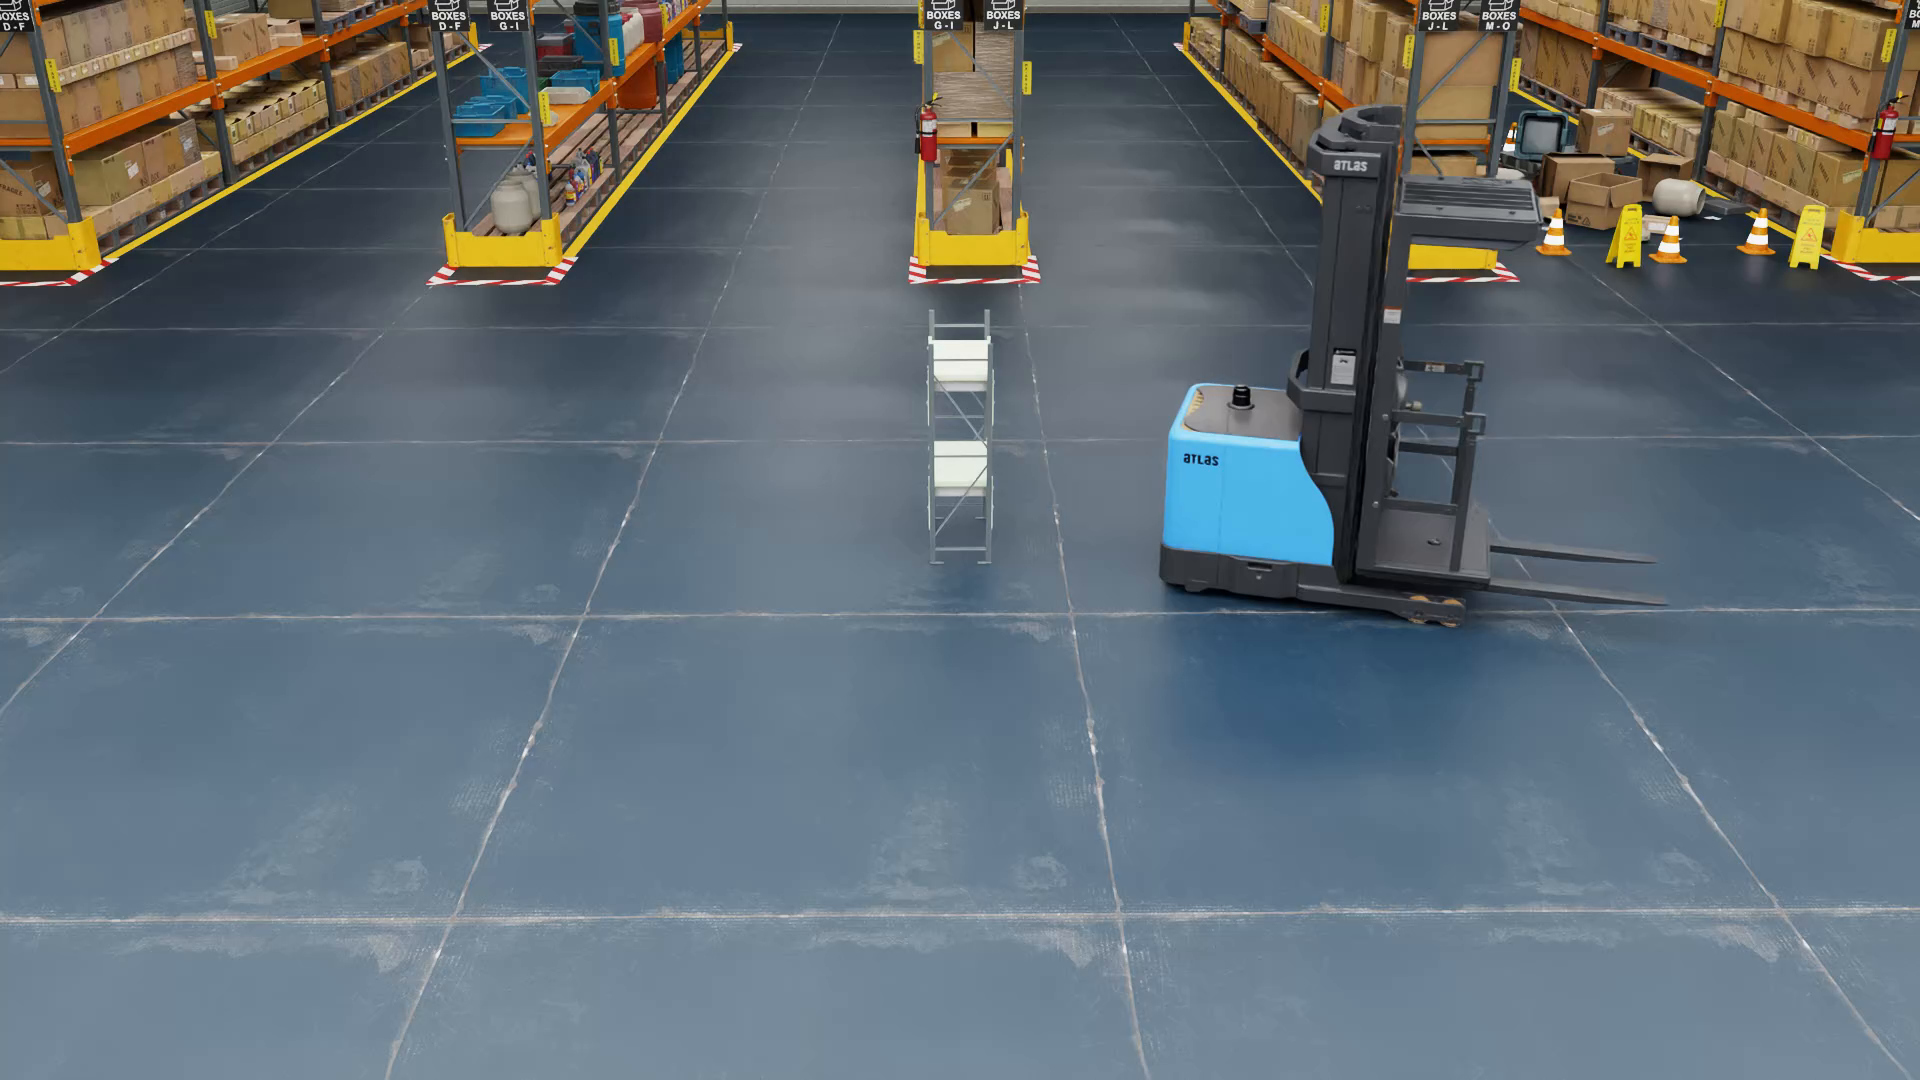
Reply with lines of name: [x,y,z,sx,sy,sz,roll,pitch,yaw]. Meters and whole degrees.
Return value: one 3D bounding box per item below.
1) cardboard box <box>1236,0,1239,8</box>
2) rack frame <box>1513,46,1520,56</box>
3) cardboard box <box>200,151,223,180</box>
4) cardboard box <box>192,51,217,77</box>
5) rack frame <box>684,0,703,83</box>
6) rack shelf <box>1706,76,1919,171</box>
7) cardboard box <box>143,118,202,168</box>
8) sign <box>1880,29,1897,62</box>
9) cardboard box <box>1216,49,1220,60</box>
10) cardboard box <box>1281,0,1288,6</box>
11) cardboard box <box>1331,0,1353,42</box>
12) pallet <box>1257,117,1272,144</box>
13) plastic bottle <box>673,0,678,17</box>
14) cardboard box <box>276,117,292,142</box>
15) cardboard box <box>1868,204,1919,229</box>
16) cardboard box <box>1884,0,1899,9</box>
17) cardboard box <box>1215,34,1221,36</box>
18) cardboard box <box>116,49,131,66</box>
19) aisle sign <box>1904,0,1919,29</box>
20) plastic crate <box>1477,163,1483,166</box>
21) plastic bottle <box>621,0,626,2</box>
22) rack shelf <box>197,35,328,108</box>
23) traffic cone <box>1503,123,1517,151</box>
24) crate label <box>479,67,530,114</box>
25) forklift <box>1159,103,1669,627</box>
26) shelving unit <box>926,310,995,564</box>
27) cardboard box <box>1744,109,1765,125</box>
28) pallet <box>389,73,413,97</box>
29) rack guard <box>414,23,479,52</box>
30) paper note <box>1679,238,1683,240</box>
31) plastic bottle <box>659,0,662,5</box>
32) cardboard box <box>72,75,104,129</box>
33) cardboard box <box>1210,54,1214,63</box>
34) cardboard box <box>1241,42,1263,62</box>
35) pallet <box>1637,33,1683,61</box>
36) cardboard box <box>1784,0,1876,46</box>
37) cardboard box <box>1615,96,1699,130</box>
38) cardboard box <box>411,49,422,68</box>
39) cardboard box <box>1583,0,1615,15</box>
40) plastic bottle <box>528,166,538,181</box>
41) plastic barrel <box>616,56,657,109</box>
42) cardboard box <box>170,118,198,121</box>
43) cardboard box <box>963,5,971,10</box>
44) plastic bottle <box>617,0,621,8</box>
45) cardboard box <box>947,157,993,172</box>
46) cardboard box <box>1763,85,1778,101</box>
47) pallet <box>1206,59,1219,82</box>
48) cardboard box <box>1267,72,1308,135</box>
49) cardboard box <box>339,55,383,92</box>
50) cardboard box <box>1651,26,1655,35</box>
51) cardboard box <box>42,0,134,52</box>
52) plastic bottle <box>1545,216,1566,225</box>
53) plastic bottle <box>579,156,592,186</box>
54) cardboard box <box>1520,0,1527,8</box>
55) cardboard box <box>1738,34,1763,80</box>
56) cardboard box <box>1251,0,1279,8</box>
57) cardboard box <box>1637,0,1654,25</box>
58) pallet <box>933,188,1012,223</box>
cardboard box: [4.535,-8.415,26.011,0.380,0.149,0.250,0,24,1]
rack frame: [9.914,-9.321,28.218,1.000,3.000,0.127,0,24,-1]
cardboard box: [-9.590,-4.685,20.796,0.500,0.250,0.500,0,24,-1]
cardboard box: [-9.863,-6.071,21.215,0.500,0.250,0.500,1,24,3]
rack frame: [-4.948,-9.254,28.070,1.000,3.000,0.127,0,24,-1]
rack shelf: [10.023,-4.872,19.256,1.077,0.370,4.000,0,24,-1]
cardboard box: [-9.596,-4.821,20.185,0.500,0.500,0.500,0,24,-1]
sign: [9.490,-5.053,16.994,0.100,0.325,0.005,0,24,-1]
cardboard box: [4.644,-8.413,28.800,0.380,0.149,0.250,0,24,0]
cardboard box: [5.004,-7.925,23.797,0.700,0.500,0.500,0,24,-1]
cardboard box: [5.022,-6.368,20.198,0.875,0.550,0.550,0,24,-1]
pallet: [4.942,-6.013,24.288,1.003,0.211,1.213,0,24,-1]
plastic bottle: [-4.607,-8.527,26.614,0.152,0.276,0.135,0,24,-1]
cardboard box: [-9.588,-5.676,22.987,0.500,0.250,0.500,0,24,0]
cardboard box: [10.313,-3.648,18.503,0.500,0.250,0.500,0,24,-1]
cardboard box: [14.586,-8.252,25.529,0.500,0.250,0.500,-1,24,-3]
cardboard box: [4.724,-8.880,29.473,0.380,0.149,0.250,1,24,1]
cardboard box: [-9.575,-5.425,18.697,0.380,0.149,0.250,0,24,0]
aisle sign: [9.756,-5.533,16.690,0.394,0.787,0.004,0,24,-1]
plastic crate: [6.365,-4.639,21.210,0.450,0.188,0.662,3,22,31]
plastic bottle: [-5.311,-8.416,26.277,0.144,0.351,0.185,0,24,-1]
rack shelf: [-9.836,-6.433,22.706,1.077,0.370,4.000,0,24,-1]
traffic cone: [7.585,-5.488,22.822,0.336,0.463,0.334,0,24,-1]
crate label: [-5.108,-5.082,18.804,0.502,0.435,0.616,0,24,-1]
forklift: [2.839,-1.050,10.015,3.031,2.935,1.130,6,25,14]
shelving unit: [0.000,-0.681,10.935,0.431,1.500,0.755,0,24,-1]
cardboard box: [9.687,-5.092,19.998,0.380,0.149,0.250,1,24,1]
pallet: [-9.854,-7.627,27.859,1.003,0.211,1.213,0,24,-1]
rack guard: [-9.944,-9.711,32.115,1.175,0.500,0.348,0,24,-1]
paper note: [8.044,-3.404,18.738,0.148,0.019,0.142,-9,26,-19]
plastic bottle: [-4.749,-8.344,26.119,0.144,0.351,0.185,0,24,-1]
cardboard box: [-9.773,-4.743,17.975,0.700,0.500,0.500,0,24,1]
cardboard box: [4.634,-8.525,29.409,0.380,0.149,0.250,-1,24,-2]
cardboard box: [4.733,-7.701,26.250,0.500,0.250,0.500,0,24,1]
pallet: [10.020,-6.769,22.810,1.003,0.211,1.213,0,24,-1]
cardboard box: [9.848,-5.846,18.841,0.700,0.500,0.500,0,24,-1]
cardboard box: [9.970,-6.129,23.842,0.950,0.372,0.625,-1,24,-2]
cardboard box: [-9.689,-8.382,28.873,0.500,0.311,0.500,0,24,-1]
cardboard box: [9.698,-8.030,24.940,0.500,0.250,0.500,0,24,-1]
plastic bottle: [-5.112,-4.340,19.978,0.152,0.276,0.135,0,24,-1]
plastic barrel: [-4.927,-7.010,25.232,0.600,0.830,0.708,0,24,-1]
cardboard box: [-10.105,-5.296,21.467,0.500,0.311,0.500,0,24,-1]
cardboard box: [-0.132,-5.605,18.308,0.500,0.500,0.500,0,24,-1]
plastic bottle: [-5.308,-8.285,25.987,0.144,0.351,0.185,0,24,-1]
cardboard box: [0.117,-4.145,19.299,0.500,0.500,0.500,2,24,4]
cardboard box: [9.689,-5.251,19.525,0.380,0.149,0.250,0,24,0]
pallet: [4.923,-8.263,29.263,1.003,0.211,1.213,0,24,-1]
cardboard box: [4.939,-6.163,23.457,1.050,0.750,0.750,0,24,0]
cardboard box: [-9.599,-7.473,26.632,0.500,0.500,0.500,-1,24,-2]
cardboard box: [9.807,-7.056,23.007,0.380,0.149,0.250,1,24,2]
cardboard box: [-9.786,-5.770,18.672,0.700,0.500,0.500,0,24,-1]
plastic bottle: [6.938,-3.737,19.439,0.133,0.061,0.283,-9,26,-19]
plastic bottle: [-4.560,-4.475,20.184,0.144,0.351,0.185,0,24,-1]
cardboard box: [9.655,-9.070,27.846,0.500,0.250,0.500,-1,24,-2]
cardboard box: [9.756,-5.816,19.987,0.500,0.500,0.500,0,24,-1]
cardboard box: [4.548,-8.022,24.782,0.380,0.149,0.250,0,24,1]
cardboard box: [9.756,-7.425,23.035,0.500,0.500,0.500,0,24,0]
pallet: [0.151,-3.928,19.680,1.003,0.211,1.213,0,24,-1]
